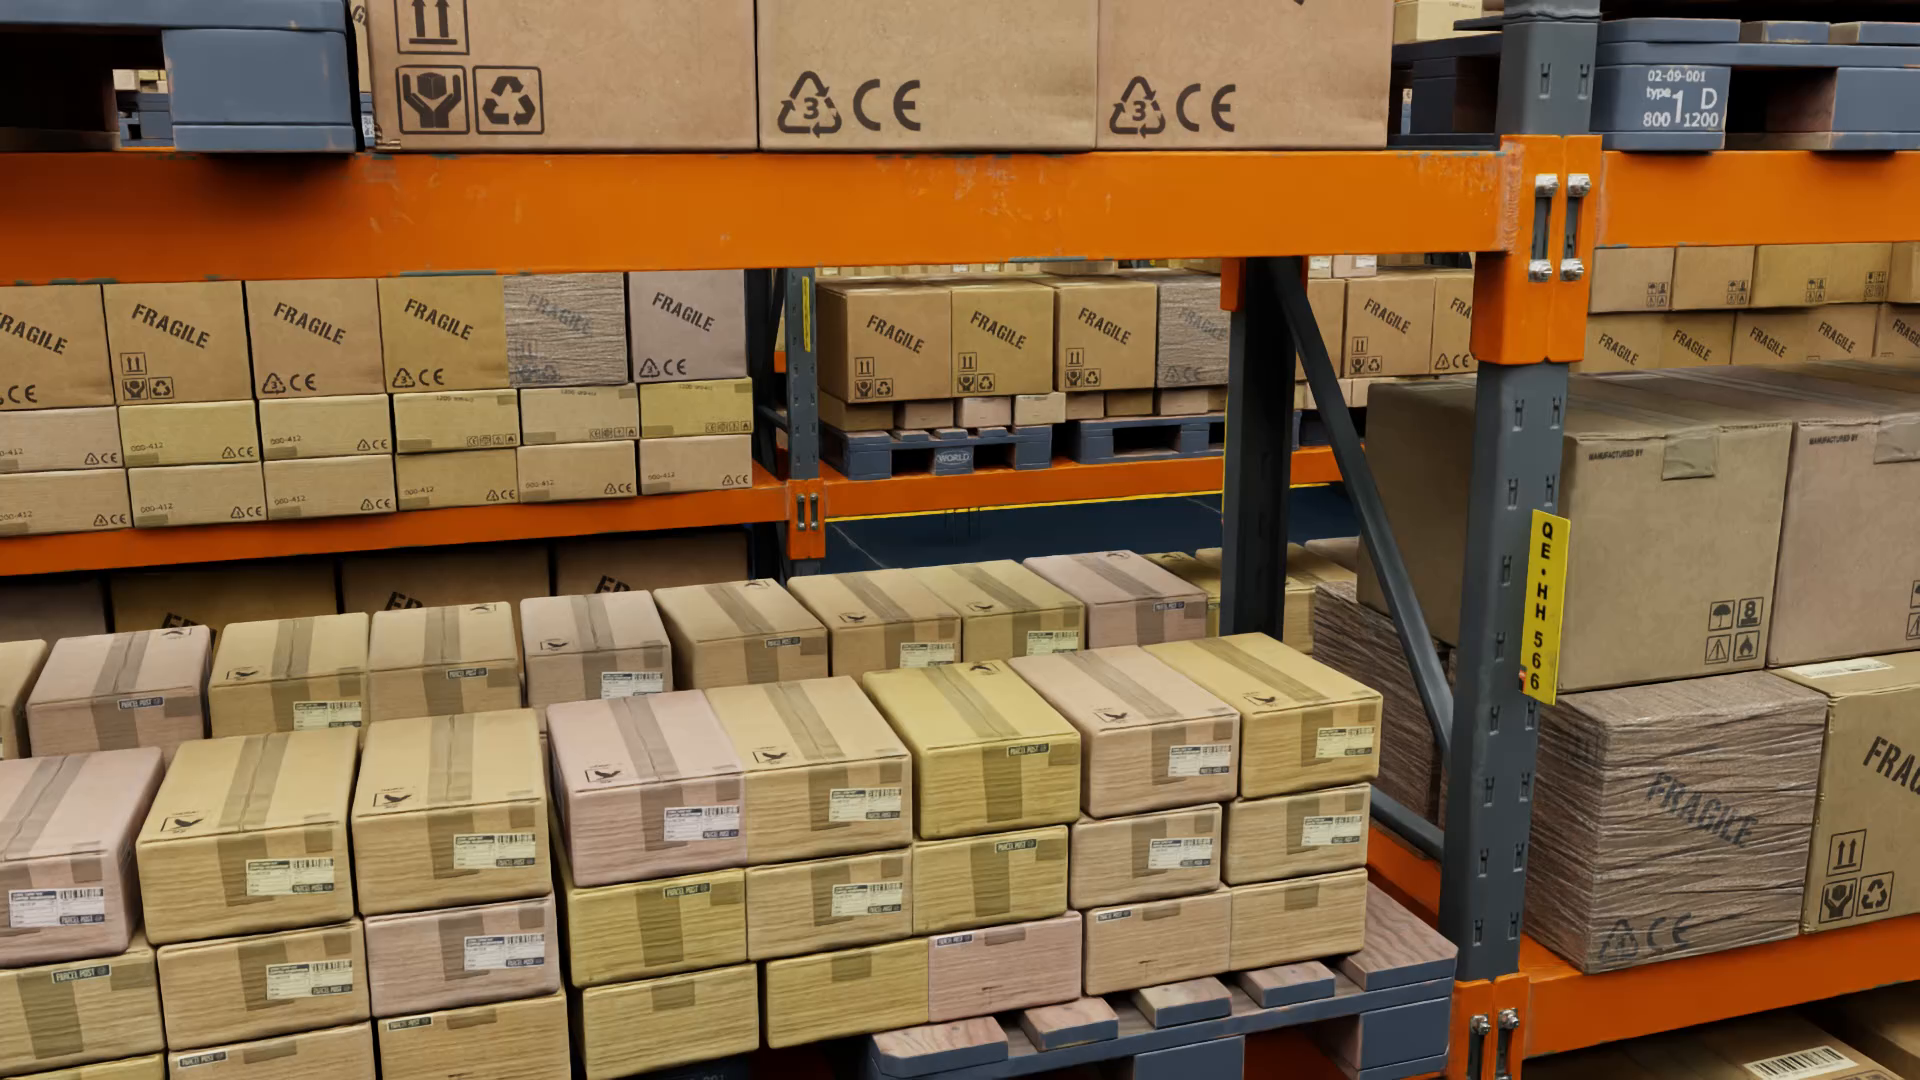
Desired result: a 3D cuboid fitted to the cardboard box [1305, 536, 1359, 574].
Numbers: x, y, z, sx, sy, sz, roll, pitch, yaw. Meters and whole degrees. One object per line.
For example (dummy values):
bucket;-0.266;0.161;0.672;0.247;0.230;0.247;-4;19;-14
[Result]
cardboard box;2.435;0.262;9.332;0.625;0.372;0.950;-4;14;-17

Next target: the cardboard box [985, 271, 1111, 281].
cardboard box;0.447;-1.127;8.631;0.500;0.500;0.500;-5;14;-22

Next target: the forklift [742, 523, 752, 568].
forklift;-2.842;-1.224;10.956;3.031;2.935;1.130;-4;14;-17

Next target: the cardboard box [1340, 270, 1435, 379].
cardboard box;2.097;-1.128;8.637;0.500;0.500;0.500;-4;14;-18

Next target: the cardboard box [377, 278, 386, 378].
cardboard box;-2.847;-0.999;7.483;0.500;0.500;0.500;-4;14;-17

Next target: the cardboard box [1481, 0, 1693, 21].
cardboard box;1.312;-1.169;3.476;0.250;0.166;0.380;-4;14;-18

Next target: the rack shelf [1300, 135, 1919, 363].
rack shelf;2.710;-0.735;3.824;4.000;0.370;1.077;-4;14;-18

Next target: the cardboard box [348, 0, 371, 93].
cardboard box;-2.438;-2.075;6.779;0.500;0.500;0.500;-4;14;-18

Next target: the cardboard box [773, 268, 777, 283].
cardboard box;-1.319;-2.035;12.597;0.250;0.149;0.380;-4;14;-17

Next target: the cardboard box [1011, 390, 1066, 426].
cardboard box;0.327;-0.661;8.076;0.250;0.149;0.380;-4;14;-18

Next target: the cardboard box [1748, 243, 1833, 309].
cardboard box;4.393;-1.580;9.285;0.500;0.500;0.700;-5;14;-19

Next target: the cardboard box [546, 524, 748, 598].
cardboard box;-1.541;0.306;8.060;0.875;0.875;0.875;-5;14;-19

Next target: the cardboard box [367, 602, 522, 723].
cardboard box;-0.930;0.239;3.005;0.250;0.149;0.380;-4;14;-16

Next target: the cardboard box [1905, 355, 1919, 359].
cardboard box;2.692;-0.158;3.949;0.500;0.500;0.700;-5;14;-19

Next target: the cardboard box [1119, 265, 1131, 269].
cardboard box;1.684;-2.081;14.194;0.500;0.500;0.500;-5;14;-18

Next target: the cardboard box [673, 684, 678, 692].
cardboard box;-0.455;0.346;3.198;0.250;0.149;0.380;-4;14;-18

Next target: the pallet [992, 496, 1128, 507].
pallet;0.659;-0.521;13.875;1.213;0.211;1.003;-4;14;-18

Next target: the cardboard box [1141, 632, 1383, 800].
cardboard box;0.496;0.287;2.804;0.250;0.149;0.380;-5;14;-20

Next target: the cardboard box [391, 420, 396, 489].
cardboard box;-2.851;-0.386;7.608;0.500;0.250;0.500;-4;14;-18

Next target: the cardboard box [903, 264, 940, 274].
cardboard box;-0.337;-2.093;12.842;0.250;0.149;0.380;-5;14;-20

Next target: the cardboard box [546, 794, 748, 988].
cardboard box;-0.483;0.507;2.520;0.250;0.149;0.380;-5;14;-18

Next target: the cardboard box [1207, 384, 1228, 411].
cardboard box;1.277;-0.766;8.517;0.250;0.149;0.380;-5;14;-20

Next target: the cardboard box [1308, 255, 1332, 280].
cardboard box;1.664;-1.402;8.388;0.250;0.149;0.380;-5;14;-20

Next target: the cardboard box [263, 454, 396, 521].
cardboard box;-2.692;-0.271;7.123;0.500;0.250;0.500;-5;14;-19

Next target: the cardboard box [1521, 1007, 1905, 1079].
cardboard box;1.420;1.387;3.785;0.750;0.750;1.050;-5;14;-19

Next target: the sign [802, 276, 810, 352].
sign;-0.680;-0.998;7.356;0.005;0.325;0.100;-4;14;-18

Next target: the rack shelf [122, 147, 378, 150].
rack shelf;-2.756;-1.518;7.116;4.000;0.370;1.077;-4;14;-18

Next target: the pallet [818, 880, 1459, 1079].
pallet;0.173;0.691;3.170;1.003;0.211;1.213;-4;14;-18

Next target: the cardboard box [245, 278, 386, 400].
cardboard box;-2.705;-0.885;7.006;0.500;0.500;0.500;-5;14;-19

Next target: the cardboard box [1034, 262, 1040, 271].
cardboard box;0.604;-2.201;13.296;0.250;0.149;0.380;-4;14;-18

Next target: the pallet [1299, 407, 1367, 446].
pallet;2.160;-0.734;9.161;1.213;0.211;1.003;-4;14;-18

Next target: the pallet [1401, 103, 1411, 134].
pallet;2.312;-2.197;8.823;1.003;0.211;1.213;-4;14;-18

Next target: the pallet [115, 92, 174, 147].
pallet;-3.798;-1.706;6.764;1.217;0.209;0.805;-5;14;-20

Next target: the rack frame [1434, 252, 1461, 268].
rack frame;2.931;-0.852;9.241;0.127;3.000;1.000;-4;14;-18

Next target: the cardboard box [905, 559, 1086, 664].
cardboard box;0.061;0.162;3.329;0.250;0.149;0.380;-5;14;-20

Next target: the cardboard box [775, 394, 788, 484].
cardboard box;-1.234;-0.787;13.193;0.625;0.625;0.875;-4;14;-16

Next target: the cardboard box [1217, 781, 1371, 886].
cardboard box;0.491;0.431;2.840;0.250;0.149;0.380;-4;14;-17

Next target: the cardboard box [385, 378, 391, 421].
cardboard box;-2.871;-0.637;7.582;0.500;0.250;0.500;-4;14;-17

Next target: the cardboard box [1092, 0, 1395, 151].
cardboard box;0.354;-0.888;2.697;0.500;0.500;0.500;-4;14;-18

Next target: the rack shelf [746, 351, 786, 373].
rack shelf;-0.551;-1.443;13.280;4.000;0.370;1.077;-4;14;-18

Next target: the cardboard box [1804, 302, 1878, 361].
cardboard box;4.858;-1.134;9.571;0.500;0.500;0.500;-4;14;-17

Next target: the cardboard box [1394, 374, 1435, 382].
cardboard box;2.276;-0.820;8.742;0.250;0.149;0.380;-5;14;-20

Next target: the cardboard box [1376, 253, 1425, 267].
cardboard box;2.372;-1.608;9.252;0.250;0.149;0.380;-5;14;-18

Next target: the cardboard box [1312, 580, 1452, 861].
cardboard box;1.156;0.381;3.843;0.500;0.500;0.500;-4;14;-18

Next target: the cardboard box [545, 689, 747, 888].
cardboard box;-0.473;0.361;2.492;0.250;0.149;0.380;-4;14;-18

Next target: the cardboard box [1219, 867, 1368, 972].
cardboard box;0.494;0.577;2.871;0.250;0.149;0.380;-4;14;-17

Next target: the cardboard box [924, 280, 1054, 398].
cardboard box;0.132;-0.977;8.000;0.500;0.500;0.500;-4;14;-15

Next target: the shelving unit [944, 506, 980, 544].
shelving unit;0.014;-0.585;12.008;0.189;1.200;0.258;-4;14;-18

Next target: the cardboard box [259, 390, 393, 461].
cardboard box;-2.694;-0.516;7.074;0.500;0.250;0.500;-5;14;-20

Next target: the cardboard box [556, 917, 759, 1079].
cardboard box;-0.478;0.652;2.557;0.250;0.149;0.380;-5;14;-21
